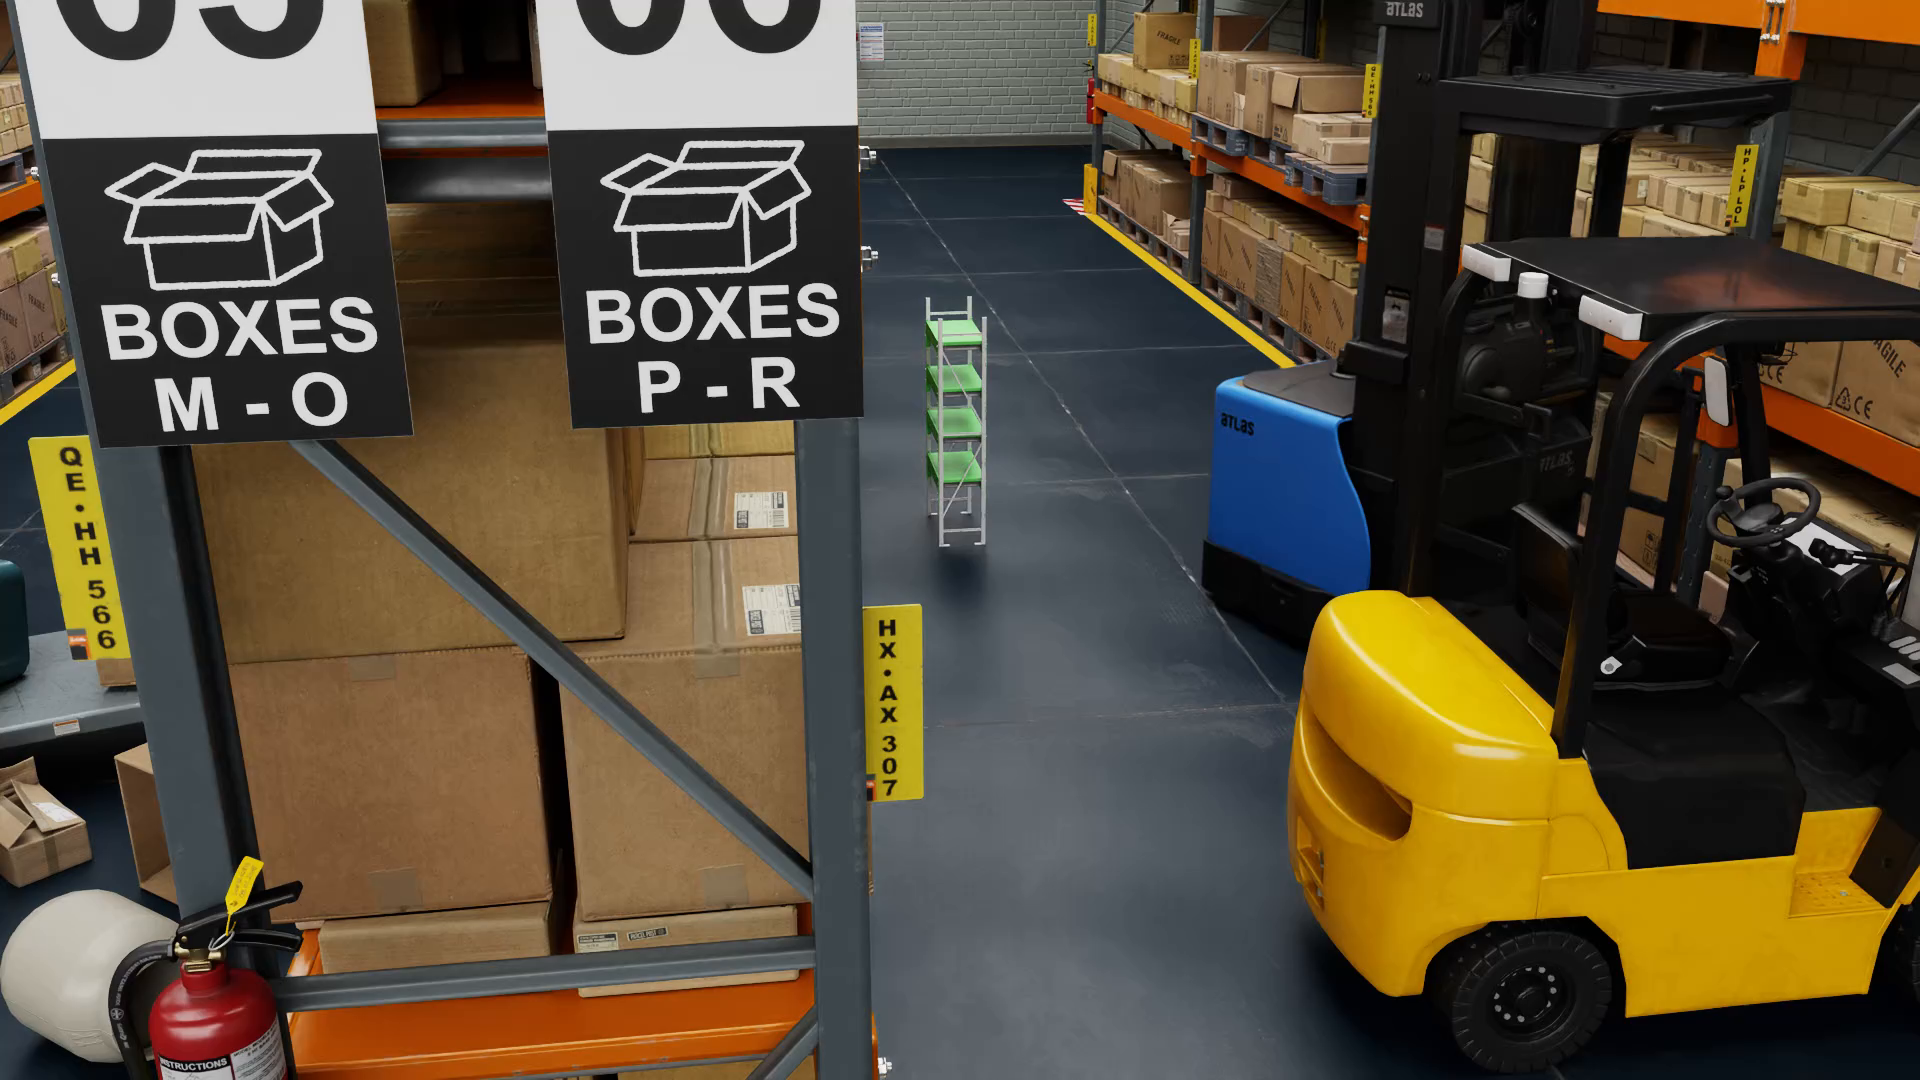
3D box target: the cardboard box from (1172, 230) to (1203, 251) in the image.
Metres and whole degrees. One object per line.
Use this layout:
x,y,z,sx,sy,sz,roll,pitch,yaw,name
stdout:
2.167,-2.762,15.299,0.380,0.149,0.250,-4,21,-9,cardboard box

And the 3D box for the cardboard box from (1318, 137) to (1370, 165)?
2.640,-2.625,11.216,0.380,0.149,0.250,-3,21,-7,cardboard box

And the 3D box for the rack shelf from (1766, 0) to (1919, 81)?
3.980,-1.329,4.728,1.077,0.370,4.000,-3,21,-8,rack shelf

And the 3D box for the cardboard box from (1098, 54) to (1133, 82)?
1.760,-5.006,17.622,0.500,0.250,0.500,-3,21,-7,cardboard box

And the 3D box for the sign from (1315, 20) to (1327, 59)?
3.087,-4.294,14.272,0.100,0.325,0.005,-3,21,-8,sign

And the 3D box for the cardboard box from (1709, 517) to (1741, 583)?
3.456,0.087,6.811,0.500,0.250,0.500,-3,21,-8,cardboard box

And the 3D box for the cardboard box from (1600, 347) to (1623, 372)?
3.390,-0.747,9.222,0.875,0.625,0.625,-4,21,-10,cardboard box

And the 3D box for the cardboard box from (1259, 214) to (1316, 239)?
2.577,-2.466,13.077,0.380,0.149,0.250,-2,21,-6,cardboard box

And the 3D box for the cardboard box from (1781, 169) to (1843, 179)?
3.831,-1.618,7.692,0.380,0.149,0.250,-3,21,-8,cardboard box

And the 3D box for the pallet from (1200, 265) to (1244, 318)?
2.693,-2.137,14.136,1.003,0.211,1.213,-3,21,-8,pallet

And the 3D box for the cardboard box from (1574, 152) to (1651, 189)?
3.209,-1.852,8.317,0.380,0.149,0.250,-3,21,-7,cardboard box

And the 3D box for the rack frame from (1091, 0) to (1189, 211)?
1.962,-5.108,18.105,1.000,3.000,0.127,-3,21,-8,rack frame

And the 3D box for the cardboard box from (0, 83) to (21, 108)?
-6.893,-3.142,11.749,0.380,0.149,0.250,-3,21,-8,cardboard box

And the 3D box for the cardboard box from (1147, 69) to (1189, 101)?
2.078,-4.302,15.736,0.500,0.250,0.500,-3,21,-8,cardboard box

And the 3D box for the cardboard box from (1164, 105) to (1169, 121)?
2.111,-3.973,15.425,0.380,0.149,0.250,-2,21,-6,cardboard box

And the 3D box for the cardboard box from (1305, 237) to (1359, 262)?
2.736,-2.106,12.112,0.380,0.149,0.250,-2,21,-6,cardboard box

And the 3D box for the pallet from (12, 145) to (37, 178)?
-7.291,-2.825,12.266,1.003,0.211,1.213,-3,21,-8,pallet

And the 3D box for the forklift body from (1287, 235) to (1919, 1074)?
2.189,0.265,4.933,2.313,2.155,1.214,-3,21,-8,forklift body

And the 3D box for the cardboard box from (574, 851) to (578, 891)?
-0.538,0.587,3.218,0.380,0.149,0.250,-3,21,-7,cardboard box

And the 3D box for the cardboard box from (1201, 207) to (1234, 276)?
2.385,-2.570,14.282,0.500,0.500,0.500,-2,21,-5,cardboard box

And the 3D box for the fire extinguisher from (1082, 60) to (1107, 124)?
1.483,-4.924,18.257,0.296,0.674,0.183,-3,21,-8,fire extinguisher

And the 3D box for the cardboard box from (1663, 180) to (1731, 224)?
3.367,-1.499,7.373,0.380,0.149,0.250,-3,21,-9,cardboard box

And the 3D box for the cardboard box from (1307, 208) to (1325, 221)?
3.013,-2.580,13.381,0.380,0.149,0.250,-2,21,-6,cardboard box

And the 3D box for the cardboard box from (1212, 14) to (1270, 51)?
2.587,-4.672,15.656,0.500,0.500,0.500,-3,21,-9,cardboard box

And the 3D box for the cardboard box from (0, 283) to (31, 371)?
-6.684,-1.437,11.248,0.500,0.500,0.500,-3,21,-9,cardboard box

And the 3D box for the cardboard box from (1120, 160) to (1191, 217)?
2.041,-3.619,17.091,0.700,0.500,0.500,-2,21,-6,cardboard box

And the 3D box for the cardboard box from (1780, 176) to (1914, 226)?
3.444,-1.318,6.462,0.380,0.149,0.250,-2,21,-7,cardboard box

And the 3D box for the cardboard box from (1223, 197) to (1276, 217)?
2.443,-2.823,14.032,0.380,0.149,0.250,-3,21,-9,cardboard box

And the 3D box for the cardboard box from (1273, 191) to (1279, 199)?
2.877,-2.940,14.345,0.380,0.149,0.250,-4,21,-10,cardboard box

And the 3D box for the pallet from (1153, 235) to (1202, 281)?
2.440,-2.654,15.521,1.003,0.211,1.213,-3,21,-8,pallet

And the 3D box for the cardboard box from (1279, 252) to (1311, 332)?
2.701,-1.854,12.366,0.500,0.500,0.500,-2,21,-5,cardboard box

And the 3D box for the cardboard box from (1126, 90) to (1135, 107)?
1.874,-4.414,16.606,0.380,0.149,0.250,-4,21,-9,cardboard box

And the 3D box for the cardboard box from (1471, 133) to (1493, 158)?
3.088,-2.208,9.271,0.380,0.149,0.250,-3,21,-7,cardboard box

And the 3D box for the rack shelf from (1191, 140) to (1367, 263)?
2.827,-2.693,12.668,1.077,0.370,4.000,-3,21,-8,rack shelf

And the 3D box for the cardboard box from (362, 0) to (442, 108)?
-0.971,-0.713,2.411,0.380,0.149,0.250,-3,21,-8,cardboard box

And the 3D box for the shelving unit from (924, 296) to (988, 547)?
-0.024,-0.619,8.660,0.258,1.200,0.503,-3,21,-8,shelving unit

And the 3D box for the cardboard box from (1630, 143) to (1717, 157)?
3.679,-1.966,8.624,0.380,0.149,0.250,-3,21,-7,cardboard box

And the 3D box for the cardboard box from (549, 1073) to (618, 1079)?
-1.017,1.159,3.583,0.500,0.500,0.500,-3,21,-7,cardboard box

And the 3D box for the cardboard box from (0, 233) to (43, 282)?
-6.748,-1.958,11.571,0.500,0.250,0.500,-4,21,-10,cardboard box

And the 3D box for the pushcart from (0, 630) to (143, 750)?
-3.469,0.659,6.411,1.648,0.377,0.936,-11,23,-26,pushcart

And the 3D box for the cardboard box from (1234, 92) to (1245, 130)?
2.359,-3.356,13.007,0.396,0.266,0.258,-2,21,-5,cardboard box

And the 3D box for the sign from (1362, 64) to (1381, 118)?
2.579,-2.813,10.418,0.100,0.325,0.005,-3,21,-8,sign

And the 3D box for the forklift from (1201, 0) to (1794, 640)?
2.395,-0.763,6.571,1.130,2.935,3.031,-13,24,-32,forklift

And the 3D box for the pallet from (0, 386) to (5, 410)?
-6.791,-0.766,10.465,1.003,0.211,1.213,-3,21,-8,pallet

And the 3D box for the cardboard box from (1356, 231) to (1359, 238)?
3.188,-2.226,12.434,0.380,0.149,0.250,-3,21,-9,cardboard box

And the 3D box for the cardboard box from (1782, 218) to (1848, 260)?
3.477,-1.180,6.519,0.380,0.149,0.250,-3,21,-9,cardboard box

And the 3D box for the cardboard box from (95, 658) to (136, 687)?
-2.977,0.215,6.343,0.500,0.500,0.500,-3,21,-8,cardboard box

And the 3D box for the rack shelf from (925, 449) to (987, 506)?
-0.024,-0.335,8.766,0.258,0.148,0.480,-3,21,-8,rack shelf

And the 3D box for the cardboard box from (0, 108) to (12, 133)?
-6.852,-2.915,11.568,0.380,0.149,0.250,-4,21,-11,cardboard box

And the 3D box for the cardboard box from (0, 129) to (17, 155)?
-6.850,-2.779,11.628,0.380,0.149,0.250,-4,21,-10,cardboard box

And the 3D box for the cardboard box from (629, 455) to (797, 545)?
-0.515,0.140,3.486,0.500,0.500,0.500,-2,21,-6,cardboard box

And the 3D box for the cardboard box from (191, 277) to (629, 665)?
-0.933,-0.137,2.798,0.700,0.500,0.500,-3,21,-9,cardboard box

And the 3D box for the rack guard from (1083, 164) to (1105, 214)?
1.973,-3.910,18.472,1.175,0.500,0.348,-3,21,-8,rack guard

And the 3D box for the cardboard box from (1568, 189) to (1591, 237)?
3.218,-1.629,8.291,0.500,0.250,0.500,-3,21,-7,cardboard box
